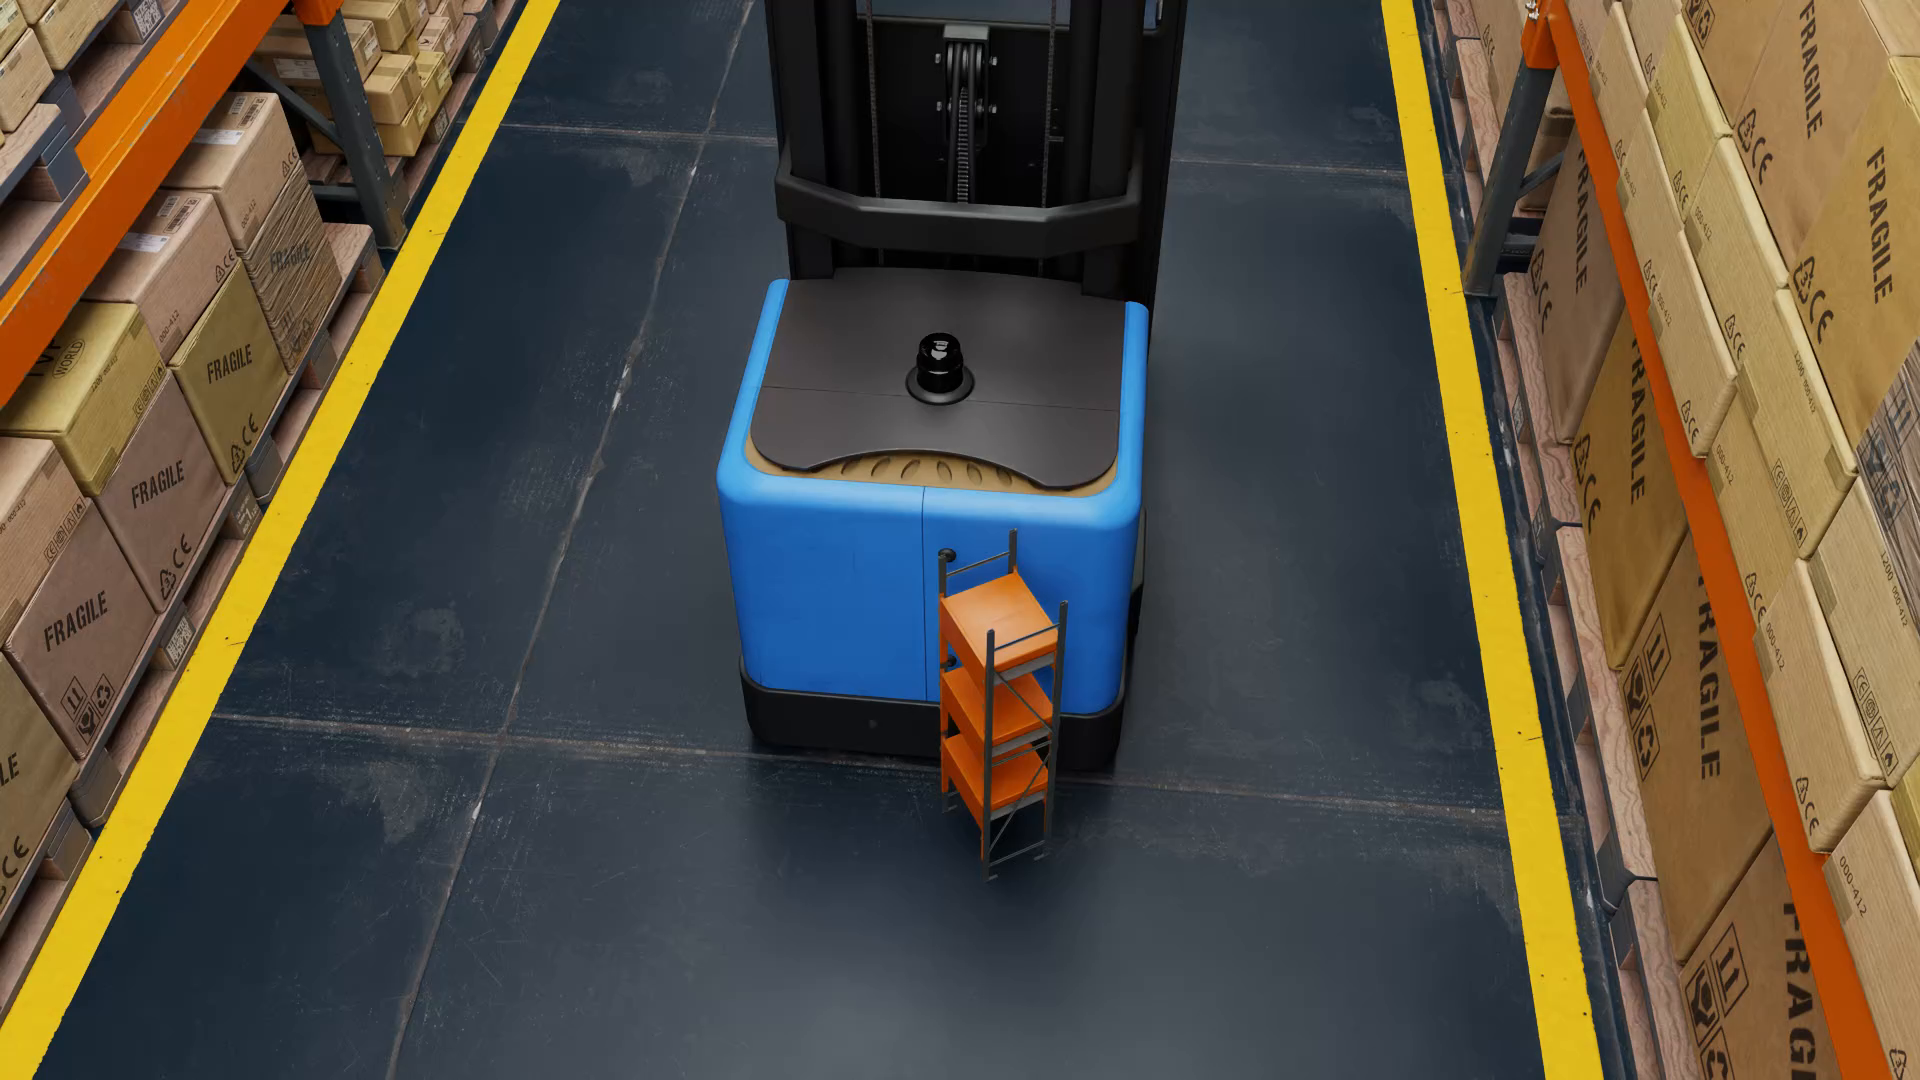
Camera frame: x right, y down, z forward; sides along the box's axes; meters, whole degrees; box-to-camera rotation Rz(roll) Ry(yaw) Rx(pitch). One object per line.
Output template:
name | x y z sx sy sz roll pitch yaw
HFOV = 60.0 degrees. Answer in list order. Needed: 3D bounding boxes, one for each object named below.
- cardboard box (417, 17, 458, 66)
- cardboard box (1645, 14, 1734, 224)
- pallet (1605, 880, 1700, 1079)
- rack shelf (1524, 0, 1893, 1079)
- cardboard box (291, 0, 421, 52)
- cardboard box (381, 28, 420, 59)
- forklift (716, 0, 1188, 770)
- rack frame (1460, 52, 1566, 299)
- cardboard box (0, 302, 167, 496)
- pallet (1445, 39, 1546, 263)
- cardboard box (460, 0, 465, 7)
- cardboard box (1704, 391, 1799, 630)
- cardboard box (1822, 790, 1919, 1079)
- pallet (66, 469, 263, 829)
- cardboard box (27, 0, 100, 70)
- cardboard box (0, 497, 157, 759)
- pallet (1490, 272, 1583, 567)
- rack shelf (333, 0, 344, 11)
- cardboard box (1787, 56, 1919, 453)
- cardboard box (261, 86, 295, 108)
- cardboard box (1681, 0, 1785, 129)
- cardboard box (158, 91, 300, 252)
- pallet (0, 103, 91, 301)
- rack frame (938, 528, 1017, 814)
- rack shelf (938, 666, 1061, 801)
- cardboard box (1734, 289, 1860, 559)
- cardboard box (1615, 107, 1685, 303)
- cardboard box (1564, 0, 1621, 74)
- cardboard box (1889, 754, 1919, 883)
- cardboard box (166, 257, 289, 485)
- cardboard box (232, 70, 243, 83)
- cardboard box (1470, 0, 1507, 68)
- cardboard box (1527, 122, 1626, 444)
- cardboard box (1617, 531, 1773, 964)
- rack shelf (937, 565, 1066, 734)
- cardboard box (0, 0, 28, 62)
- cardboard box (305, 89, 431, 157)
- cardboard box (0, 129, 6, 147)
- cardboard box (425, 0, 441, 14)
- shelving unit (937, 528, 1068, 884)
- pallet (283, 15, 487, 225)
cardboard box | -2.251 -1.976 6.672 0.380 0.149 0.250 4 48 3
cardboard box | 1.927 -0.970 3.867 0.500 0.250 0.500 4 48 4
pallet | 2.122 1.396 3.830 1.003 0.211 1.213 4 48 4
rack shelf | 2.157 -0.198 3.885 1.077 0.370 4.000 4 48 4
cardboard box | -2.277 -1.987 6.278 0.380 0.149 0.250 6 48 5
cardboard box | -2.314 -1.885 6.387 0.380 0.149 0.250 4 48 4
forklift | 0.064 -1.452 4.591 1.130 2.935 3.031 4 48 4
rack frame | 2.340 -1.910 4.964 1.000 3.000 0.127 4 48 4
cardboard box | -2.509 -0.389 4.474 0.500 0.250 0.500 2 48 2
pallet | 2.487 -1.522 6.499 1.003 0.211 1.213 4 48 4
cardboard box | -2.288 -2.366 7.028 0.380 0.149 0.250 2 48 2
cardboard box | 1.856 -0.055 3.369 0.500 0.250 0.500 3 48 3
cardboard box | 1.763 0.691 2.687 0.500 0.250 0.500 2 48 2
pallet | -2.777 0.244 4.884 1.003 0.211 1.213 4 48 4
cardboard box | -2.509 -1.362 4.349 0.380 0.149 0.250 2 48 2
cardboard box | -2.560 0.223 4.423 0.500 0.500 0.500 3 48 3
pallet | 2.344 -0.397 5.470 1.003 0.211 1.213 4 48 4
rack shelf | -2.417 -3.396 6.810 1.077 0.370 4.000 4 48 4
cardboard box | 1.852 -0.481 2.912 0.500 0.500 0.500 4 48 4
cardboard box | -2.795 -1.845 6.552 0.380 0.149 0.250 5 48 5
cardboard box | 1.946 -1.233 3.600 0.500 0.500 0.500 3 48 3
cardboard box | -2.415 -1.155 5.175 0.500 0.250 0.500 3 48 2
pallet | -2.824 -0.622 3.916 1.003 0.211 1.213 4 48 4
rack frame | 0.041 0.362 4.208 0.200 1.050 0.008 -20 51 -17
rack shelf | 0.095 0.450 4.142 0.215 0.259 0.240 -20 51 -17
cardboard box | 1.836 -0.216 3.178 0.500 0.250 0.500 3 48 3
cardboard box | 1.929 -0.798 4.049 0.500 0.250 0.500 4 48 3
cardboard box | 2.037 -1.554 4.740 0.500 0.250 0.500 3 48 3
cardboard box | 1.766 0.538 2.488 0.500 0.250 0.500 4 48 3
cardboard box | -2.463 -0.529 5.110 0.500 0.500 0.500 3 48 3
cardboard box | -2.826 -1.828 6.133 0.380 0.149 0.250 5 48 5
cardboard box | 2.585 -2.299 6.772 0.875 0.438 0.875 3 48 2
cardboard box | 2.363 -0.874 5.172 0.875 0.875 0.875 5 48 5
cardboard box | 2.206 0.448 3.963 0.875 0.875 0.875 4 48 4
rack shelf | 0.095 0.258 3.932 0.215 0.259 0.240 -20 51 -17
cardboard box | -2.532 -1.252 4.047 0.380 0.149 0.250 2 48 2
cardboard box | -2.246 -1.594 6.323 0.380 0.149 0.250 2 48 2
cardboard box | -2.553 -0.963 3.984 0.380 0.149 0.250 6 48 5
cardboard box | -2.300 -2.265 6.735 0.380 0.149 0.250 2 48 2
shelving unit | 0.095 0.443 4.134 0.215 1.050 0.252 -20 51 -17
pallet | -2.573 -1.723 6.683 1.003 0.211 1.213 4 48 4
